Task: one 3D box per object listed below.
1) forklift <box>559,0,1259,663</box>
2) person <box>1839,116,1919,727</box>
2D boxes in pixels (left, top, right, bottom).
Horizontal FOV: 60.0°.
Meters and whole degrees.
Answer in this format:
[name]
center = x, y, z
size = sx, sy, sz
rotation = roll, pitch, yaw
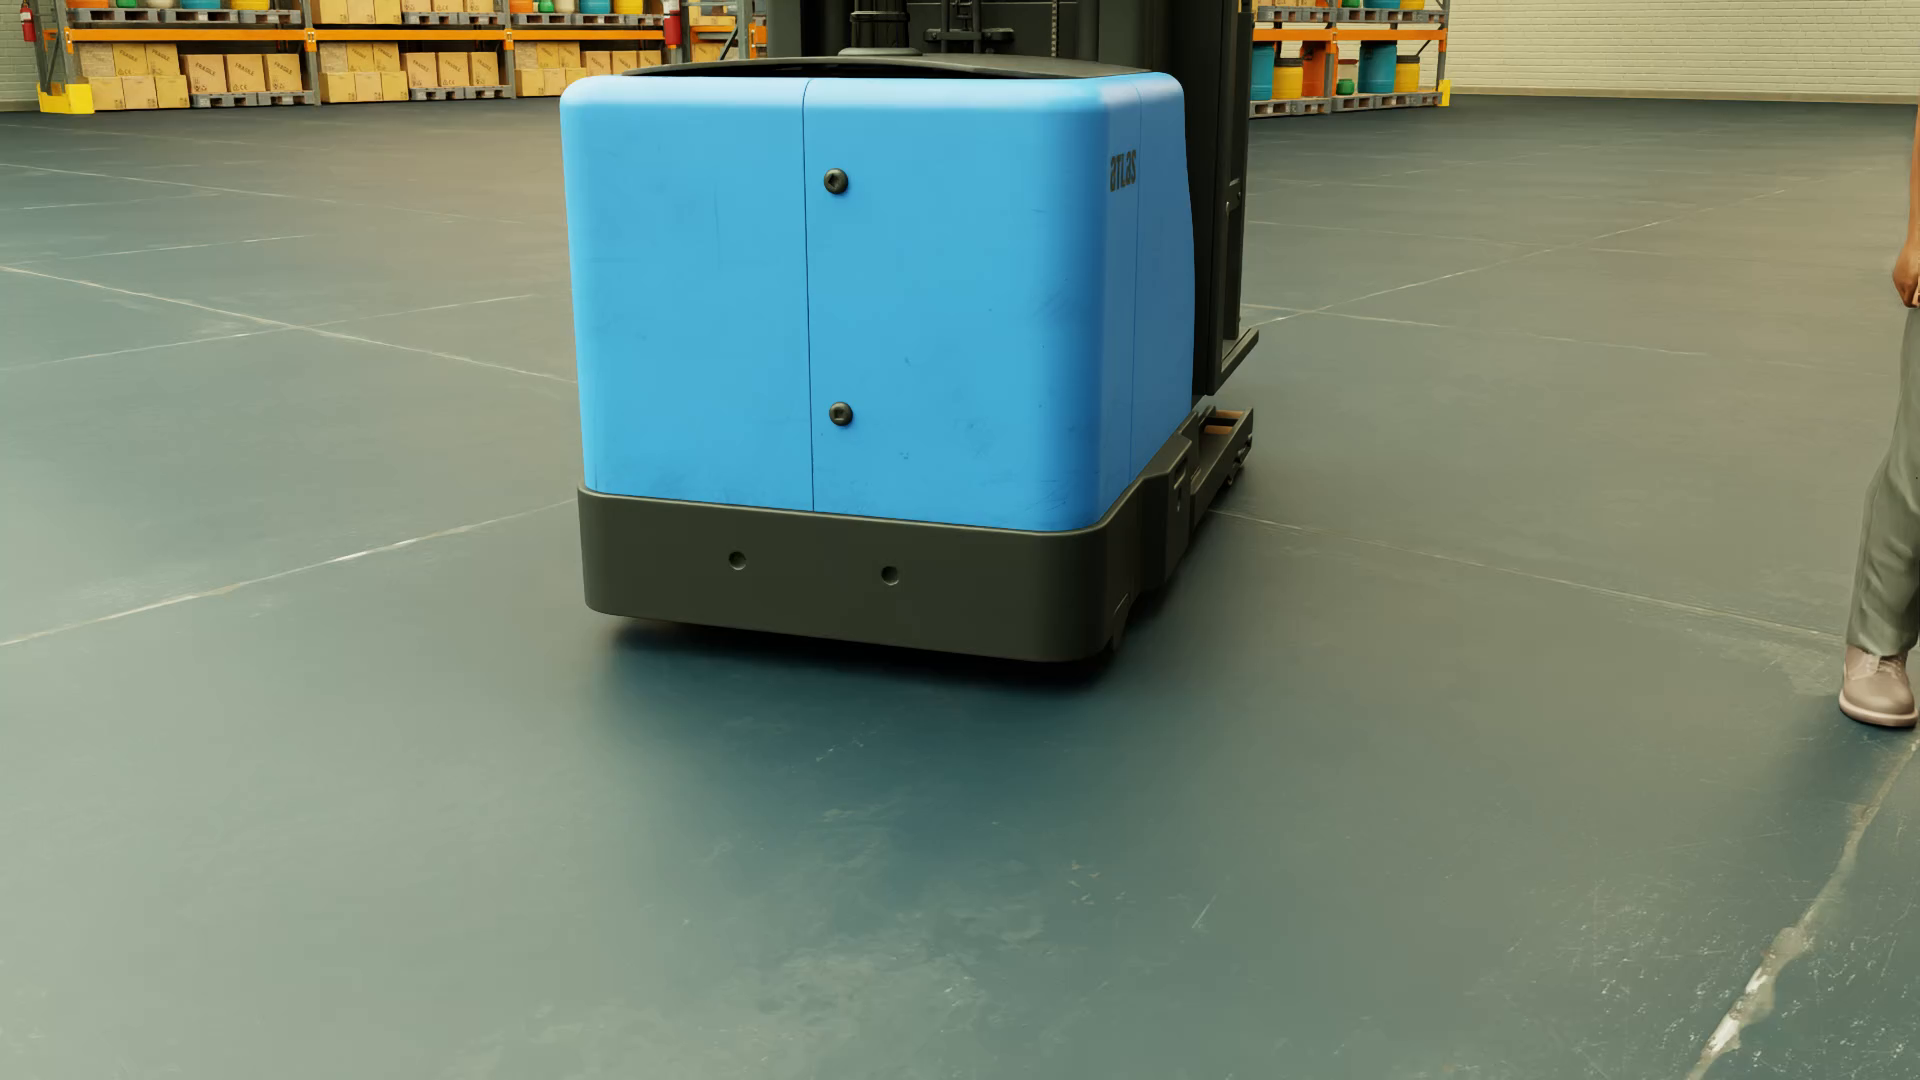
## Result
[forklift]
center = 0.182, -1.571, 4.072
size = 1.130, 2.935, 3.031
rotation = 5, 18, 17
[person]
center = 1.795, -0.498, 2.733
size = 0.458, 1.661, 0.316
rotation = 3, 17, 9
